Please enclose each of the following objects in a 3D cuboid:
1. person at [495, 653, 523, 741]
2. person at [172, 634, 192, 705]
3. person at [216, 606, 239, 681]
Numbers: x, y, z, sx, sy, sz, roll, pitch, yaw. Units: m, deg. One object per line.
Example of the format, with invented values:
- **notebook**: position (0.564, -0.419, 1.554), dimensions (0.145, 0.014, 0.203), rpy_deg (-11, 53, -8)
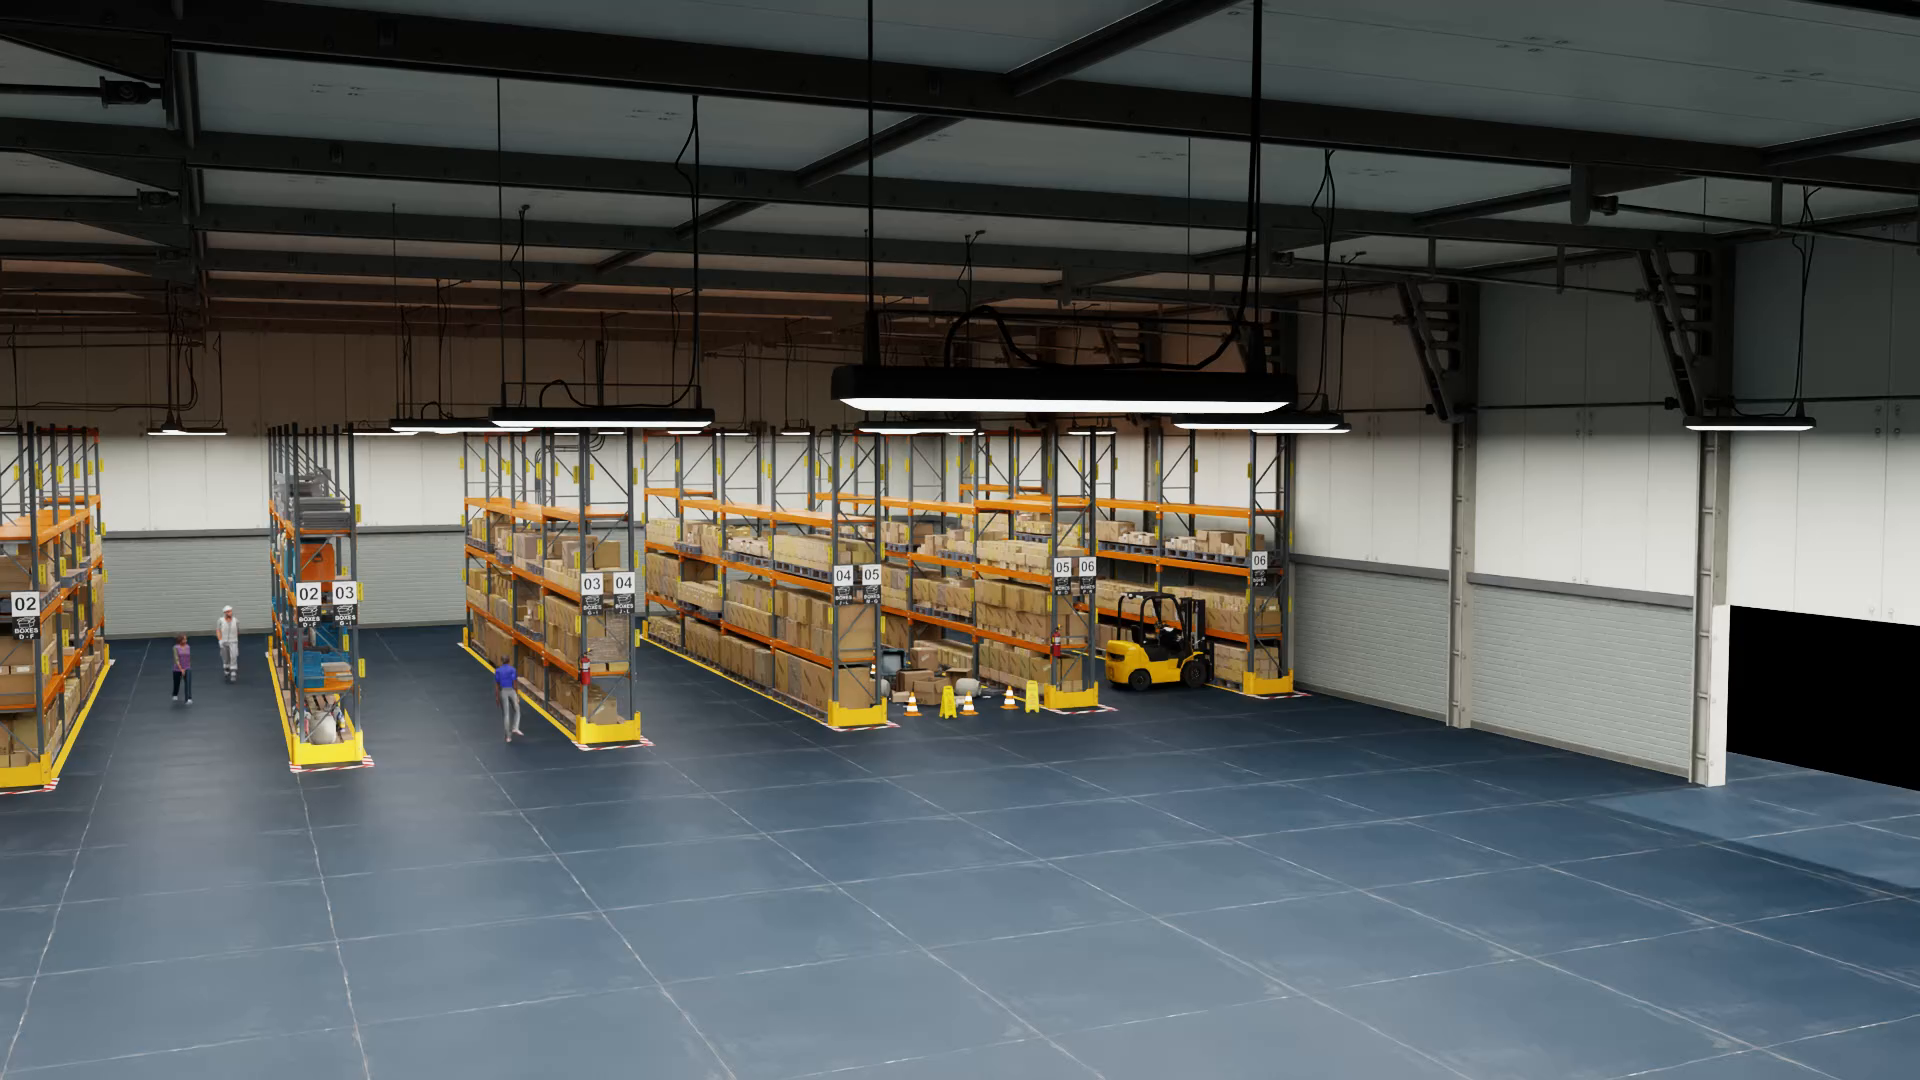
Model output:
- **person**: position (-8.543, 2.970, 31.471), dimensions (0.507, 1.646, 0.456), rpy_deg (-1, 4, -14)
- **person**: position (-16.710, 2.772, 35.764), dimensions (0.378, 1.506, 1.053), rpy_deg (-3, 4, -39)
- **person**: position (-17.262, 2.421, 39.175), dimensions (0.479, 1.730, 1.011), rpy_deg (-1, 4, -18)
